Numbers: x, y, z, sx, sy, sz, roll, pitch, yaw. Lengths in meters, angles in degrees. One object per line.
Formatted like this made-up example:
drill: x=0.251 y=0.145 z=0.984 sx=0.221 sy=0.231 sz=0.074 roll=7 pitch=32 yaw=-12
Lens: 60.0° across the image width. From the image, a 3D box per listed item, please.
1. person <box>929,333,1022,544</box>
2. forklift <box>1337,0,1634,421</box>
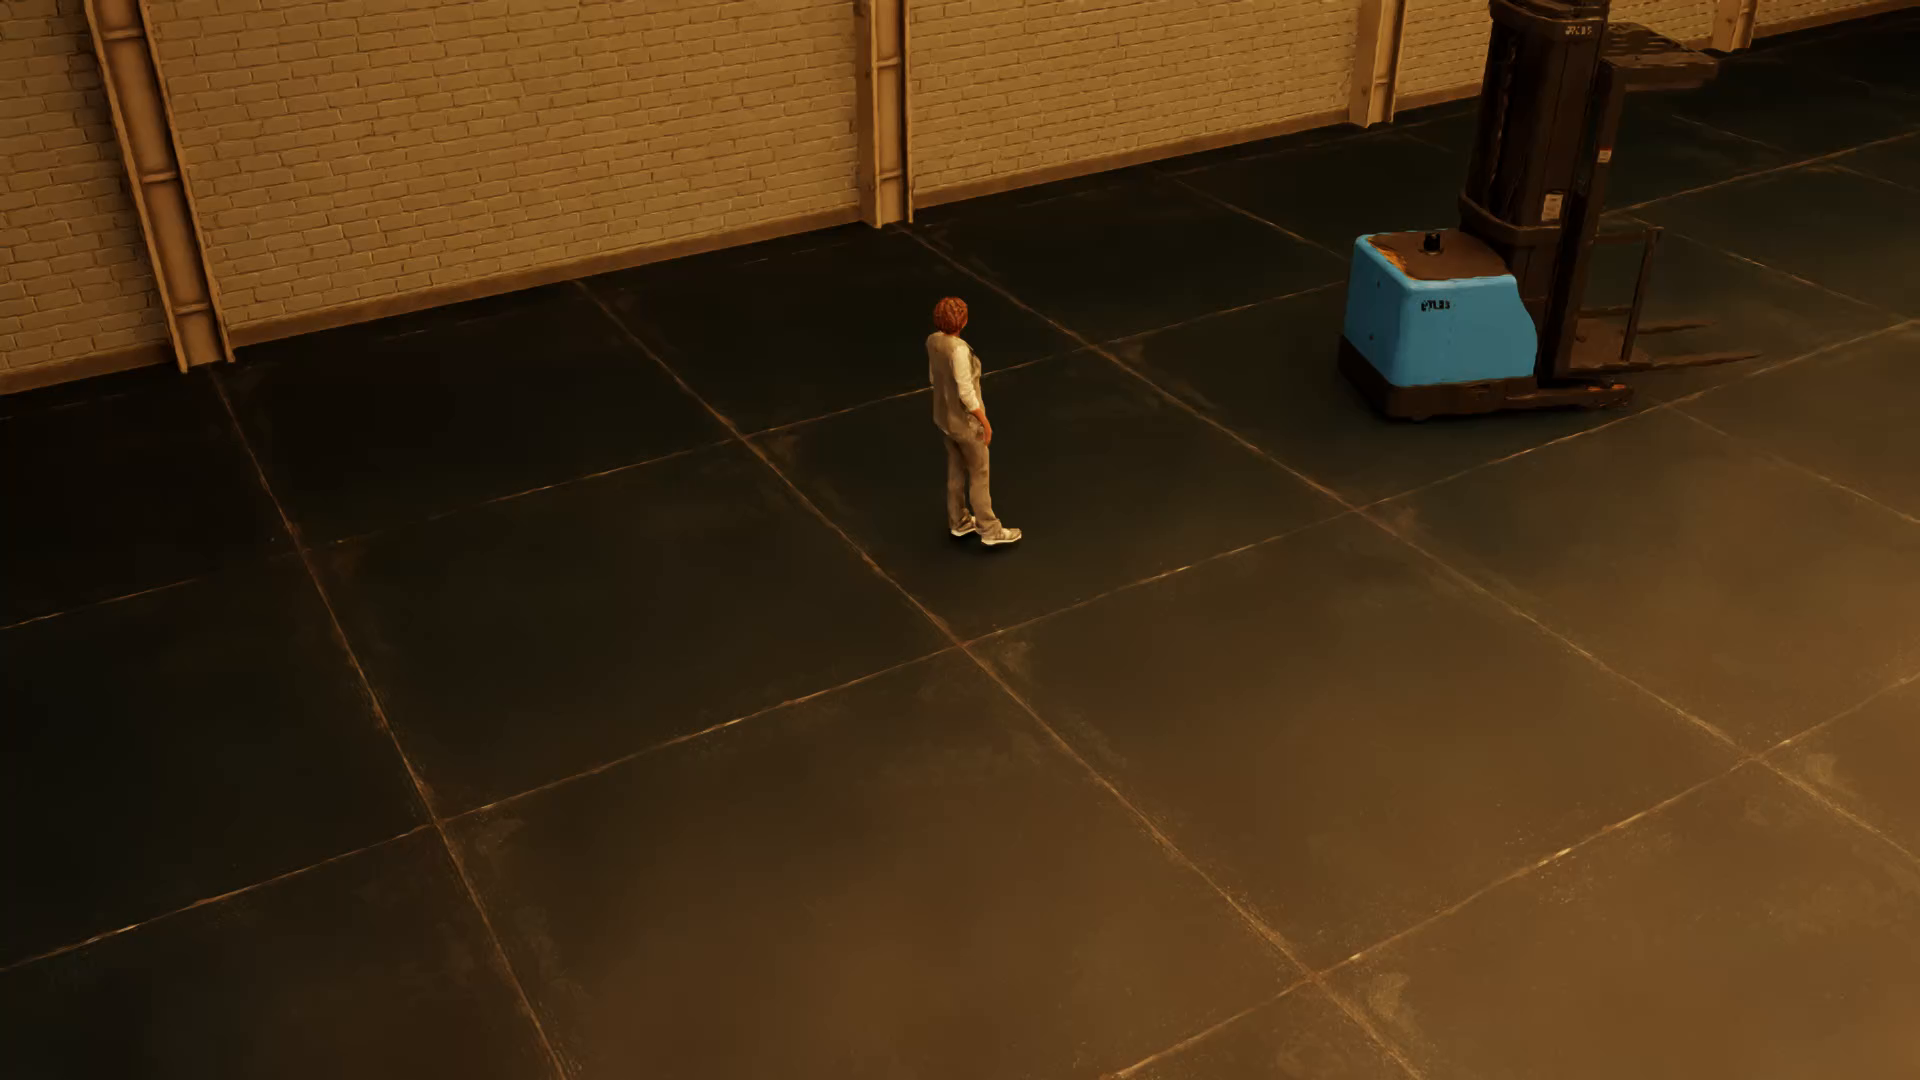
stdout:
person: x=0.075 y=-0.638 z=10.152 sx=0.463 sy=1.360 sz=0.521 roll=-17 pitch=35 yaw=-26
forklift: x=4.430 y=-2.469 z=11.770 sx=3.031 sy=2.935 sz=1.130 roll=-6 pitch=31 yaw=-9
